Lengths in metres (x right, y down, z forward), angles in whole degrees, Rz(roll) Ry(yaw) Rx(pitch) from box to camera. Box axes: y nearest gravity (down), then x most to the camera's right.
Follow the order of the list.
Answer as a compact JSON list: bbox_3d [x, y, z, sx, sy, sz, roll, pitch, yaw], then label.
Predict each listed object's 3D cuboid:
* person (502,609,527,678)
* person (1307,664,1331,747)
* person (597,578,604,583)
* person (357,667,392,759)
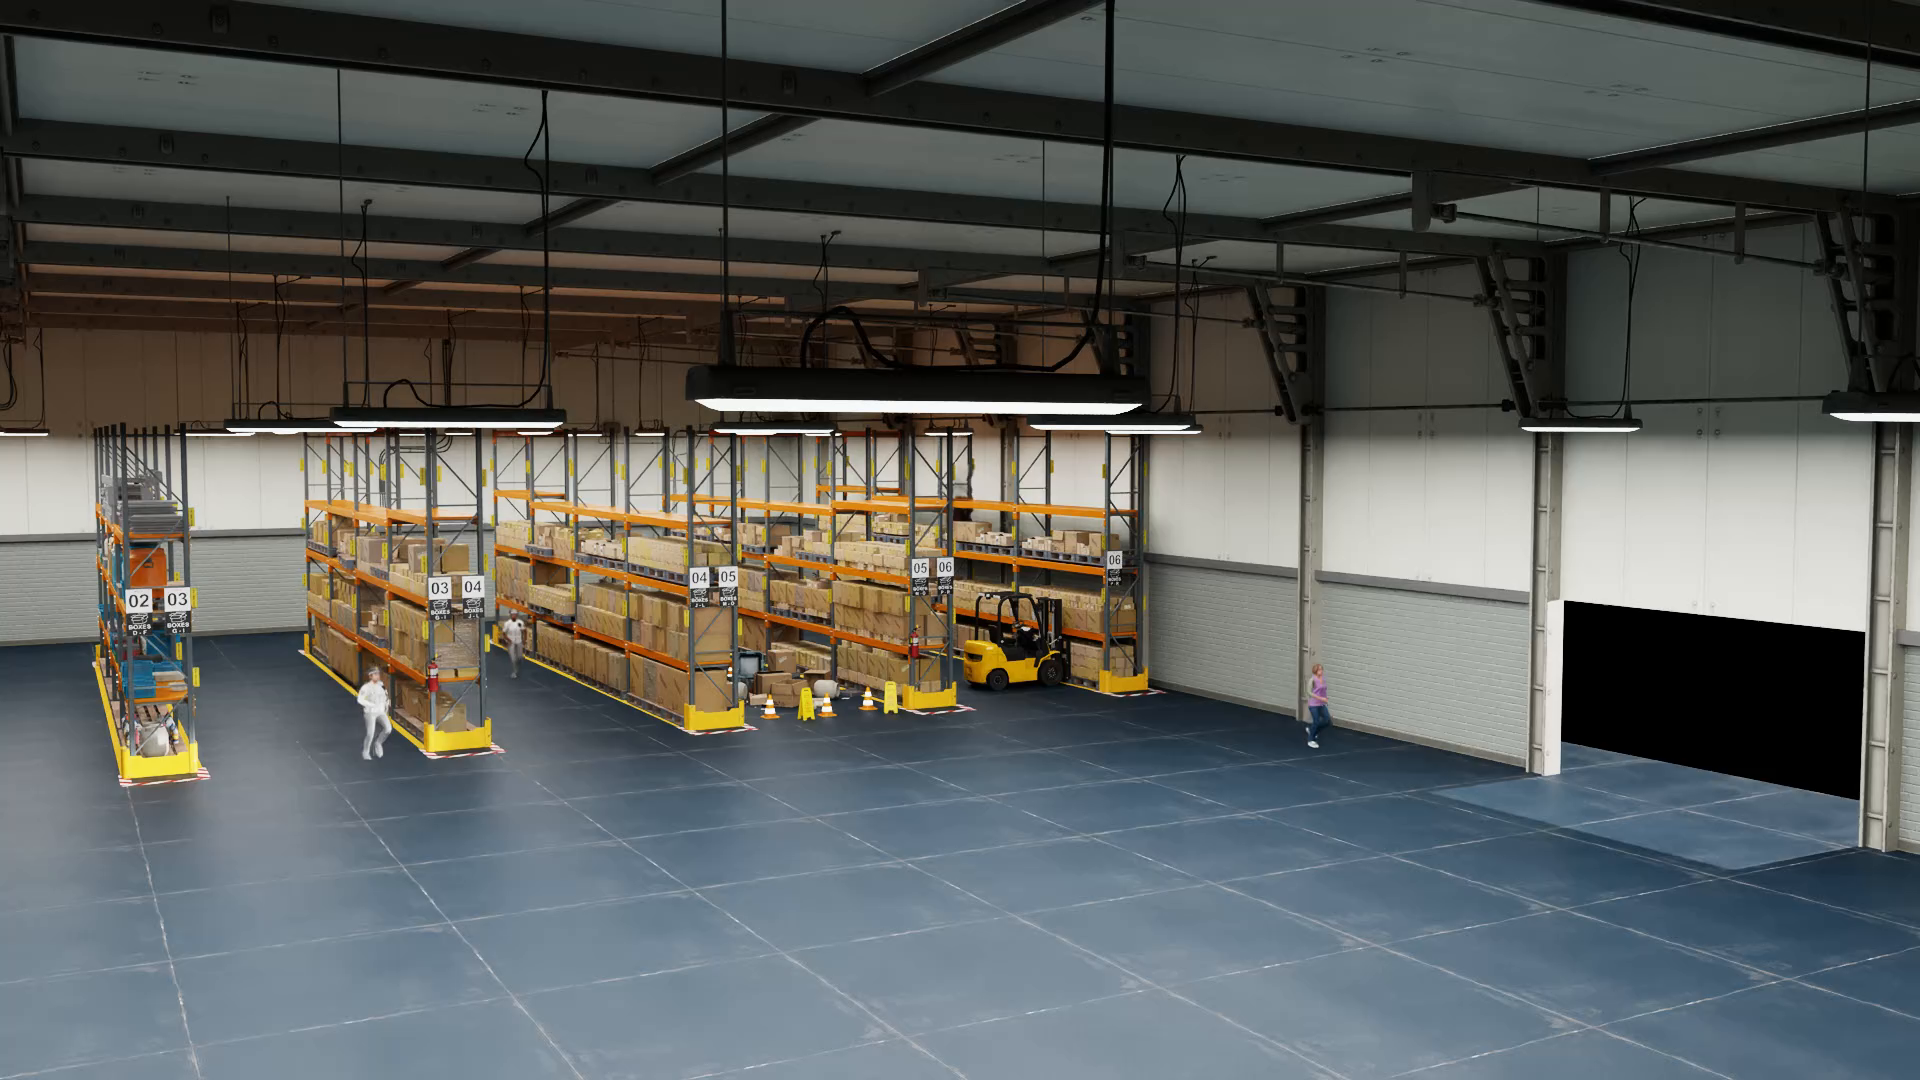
[{"bbox_3d":[-10.711,2.477,40.044,0.608,1.659,0.543,-2,4,-27],"label":"person"},{"bbox_3d":[6.667,3.069,30.827,0.566,1.559,0.545,-2,4,-36],"label":"person"},{"bbox_3d":[-10.634,1.938,49.667,0.806,1.595,0.549,-2,4,-27],"label":"person"},{"bbox_3d":[-10.428,3.086,29.722,0.595,1.657,0.691,3,4,38],"label":"person"}]
